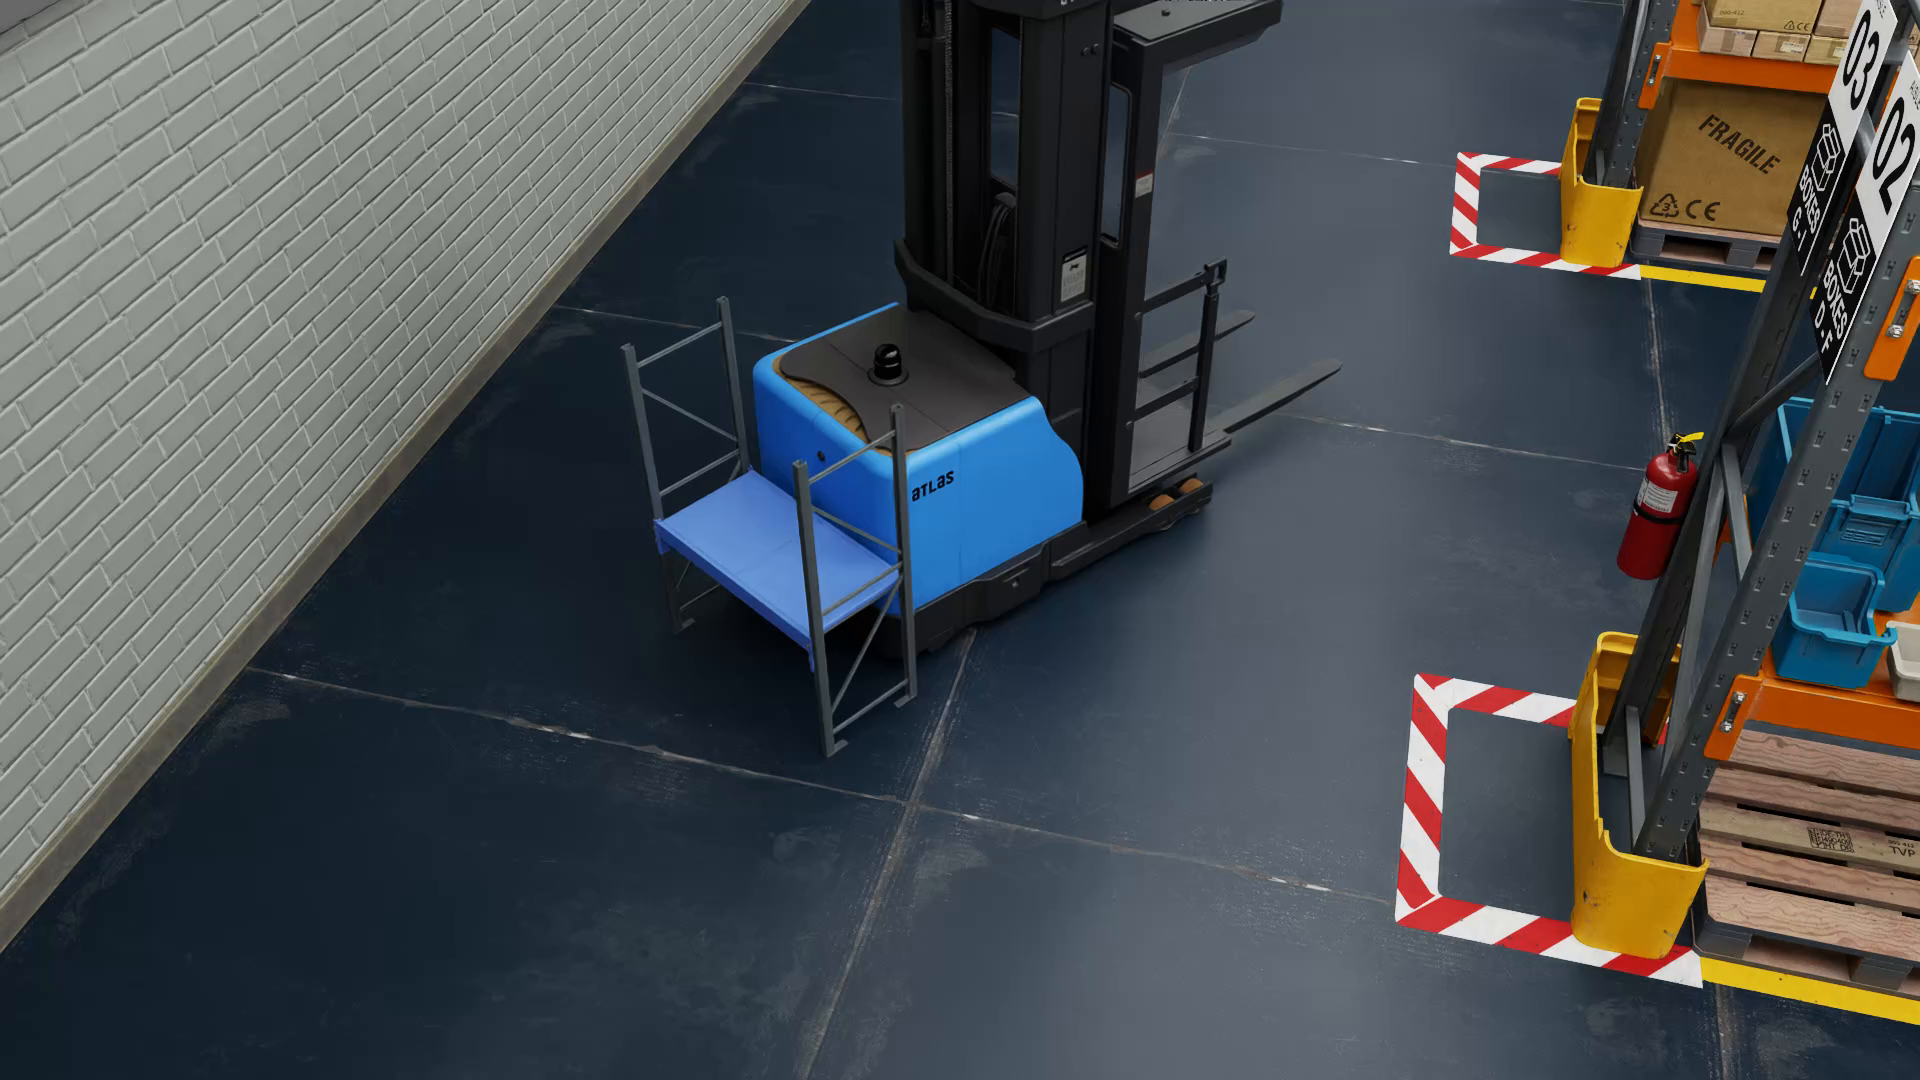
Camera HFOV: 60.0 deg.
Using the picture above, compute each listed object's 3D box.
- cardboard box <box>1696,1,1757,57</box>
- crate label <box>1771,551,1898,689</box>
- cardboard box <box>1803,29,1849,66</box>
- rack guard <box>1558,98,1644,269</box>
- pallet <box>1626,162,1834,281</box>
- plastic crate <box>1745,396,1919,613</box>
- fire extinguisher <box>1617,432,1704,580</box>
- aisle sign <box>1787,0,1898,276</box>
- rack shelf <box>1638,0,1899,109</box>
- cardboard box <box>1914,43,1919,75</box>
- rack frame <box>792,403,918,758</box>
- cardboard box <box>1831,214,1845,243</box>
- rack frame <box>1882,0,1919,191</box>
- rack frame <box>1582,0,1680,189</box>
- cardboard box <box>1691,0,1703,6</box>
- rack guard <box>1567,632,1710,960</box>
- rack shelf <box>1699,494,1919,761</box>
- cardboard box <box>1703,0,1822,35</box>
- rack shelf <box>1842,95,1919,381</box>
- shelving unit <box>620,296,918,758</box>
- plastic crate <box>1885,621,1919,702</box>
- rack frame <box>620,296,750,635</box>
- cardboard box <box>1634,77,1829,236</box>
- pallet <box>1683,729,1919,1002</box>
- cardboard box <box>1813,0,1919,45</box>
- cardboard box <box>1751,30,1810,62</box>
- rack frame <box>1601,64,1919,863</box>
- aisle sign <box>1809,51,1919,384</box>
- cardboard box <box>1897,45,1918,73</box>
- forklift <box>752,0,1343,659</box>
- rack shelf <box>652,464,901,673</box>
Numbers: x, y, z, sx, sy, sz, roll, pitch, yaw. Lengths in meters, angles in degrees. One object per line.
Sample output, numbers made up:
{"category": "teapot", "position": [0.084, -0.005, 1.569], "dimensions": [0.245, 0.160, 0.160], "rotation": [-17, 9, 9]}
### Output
{"category": "cardboard box", "position": [4.100, -2.742, 8.903], "dimensions": [0.250, 0.149, 0.380], "rotation": [10, 41, 12]}
{"category": "crate label", "position": [2.716, 0.261, 5.215], "dimensions": [0.303, 0.233, 0.416], "rotation": [10, 41, 11]}
{"category": "cardboard box", "position": [4.596, -2.658, 8.803], "dimensions": [0.250, 0.149, 0.380], "rotation": [9, 41, 10]}
{"category": "rack guard", "position": [3.820, -2.149, 9.945], "dimensions": [0.348, 0.500, 1.175], "rotation": [10, 41, 11]}
{"category": "pallet", "position": [4.635, -1.950, 9.933], "dimensions": [1.213, 0.211, 1.003], "rotation": [10, 41, 11]}
{"category": "plastic crate", "position": [2.934, -0.122, 5.514], "dimensions": [0.499, 0.435, 0.616], "rotation": [10, 41, 11]}
{"category": "fire extinguisher", "position": [2.534, -0.160, 5.983], "dimensions": [0.183, 0.674, 0.296], "rotation": [10, 41, 11]}
{"category": "aisle sign", "position": [2.569, -1.215, 4.867], "dimensions": [0.004, 0.787, 0.394], "rotation": [10, 41, 11]}
{"category": "rack shelf", "position": [5.775, -2.495, 8.972], "dimensions": [4.000, 0.370, 1.077], "rotation": [10, 41, 11]}
{"category": "cardboard box", "position": [5.094, -2.573, 8.701], "dimensions": [0.250, 0.149, 0.380], "rotation": [9, 41, 11]}
{"category": "rack frame", "position": [-0.380, 0.193, 6.370], "dimensions": [0.500, 1.500, 0.032], "rotation": [-33, 50, -31]}
{"category": "cardboard box", "position": [5.361, -2.242, 9.437], "dimensions": [0.875, 0.875, 0.875], "rotation": [10, 41, 11]}
{"category": "rack frame", "position": [2.562, -2.323, 3.543], "dimensions": [0.127, 3.000, 1.000], "rotation": [10, 41, 11]}
{"category": "rack frame", "position": [3.843, -3.103, 9.136], "dimensions": [0.127, 3.000, 1.000], "rotation": [10, 41, 11]}
{"category": "cardboard box", "position": [4.272, -3.152, 9.390], "dimensions": [0.250, 0.149, 0.380], "rotation": [11, 41, 12]}
{"category": "rack guard", "position": [2.536, 0.936, 6.272], "dimensions": [0.348, 0.500, 1.175], "rotation": [10, 41, 11]}
{"category": "rack shelf", "position": [4.494, 0.582, 5.308], "dimensions": [4.000, 0.370, 1.077], "rotation": [10, 41, 11]}
{"category": "cardboard box", "position": [4.237, -2.912, 8.794], "dimensions": [0.500, 0.250, 0.500], "rotation": [9, 41, 10]}
{"category": "rack shelf", "position": [4.494, -0.566, 4.343], "dimensions": [4.000, 0.370, 1.077], "rotation": [10, 41, 11]}
{"category": "shelving unit", "position": [-0.734, -0.041, 6.648], "dimensions": [0.538, 1.500, 1.048], "rotation": [-33, 50, -31]}
{"category": "plastic crate", "position": [3.004, 0.403, 5.121], "dimensions": [0.298, 0.136, 0.250], "rotation": [10, 41, 11]}
{"category": "rack frame", "position": [-1.089, -0.275, 6.927], "dimensions": [0.500, 1.500, 0.032], "rotation": [-33, 50, -31]}
{"category": "cardboard box", "position": [4.482, -2.393, 9.617], "dimensions": [0.875, 0.875, 0.875], "rotation": [10, 41, 11]}
{"category": "pallet", "position": [3.349, 1.204, 6.177], "dimensions": [1.213, 0.211, 1.003], "rotation": [10, 41, 11]}
{"category": "cardboard box", "position": [4.741, -2.829, 8.696], "dimensions": [0.500, 0.250, 0.500], "rotation": [9, 41, 11]}
{"category": "cardboard box", "position": [4.349, -2.701, 8.853], "dimensions": [0.250, 0.149, 0.380], "rotation": [9, 41, 11]}
{"category": "rack frame", "position": [2.562, -0.025, 5.473], "dimensions": [0.127, 3.000, 1.000], "rotation": [10, 41, 11]}
{"category": "aisle sign", "position": [2.416, -0.848, 4.431], "dimensions": [0.004, 0.787, 0.394], "rotation": [10, 41, 11]}
{"category": "cardboard box", "position": [4.848, -2.616, 8.752], "dimensions": [0.250, 0.149, 0.380], "rotation": [9, 41, 11]}
{"category": "forklift", "position": [0.573, -1.408, 7.172], "dimensions": [3.031, 2.935, 1.130], "rotation": [-27, 47, -29]}
{"category": "rack shelf", "position": [-0.731, 0.095, 6.766], "dimensions": [0.538, 0.185, 1.000], "rotation": [-33, 50, -31]}
